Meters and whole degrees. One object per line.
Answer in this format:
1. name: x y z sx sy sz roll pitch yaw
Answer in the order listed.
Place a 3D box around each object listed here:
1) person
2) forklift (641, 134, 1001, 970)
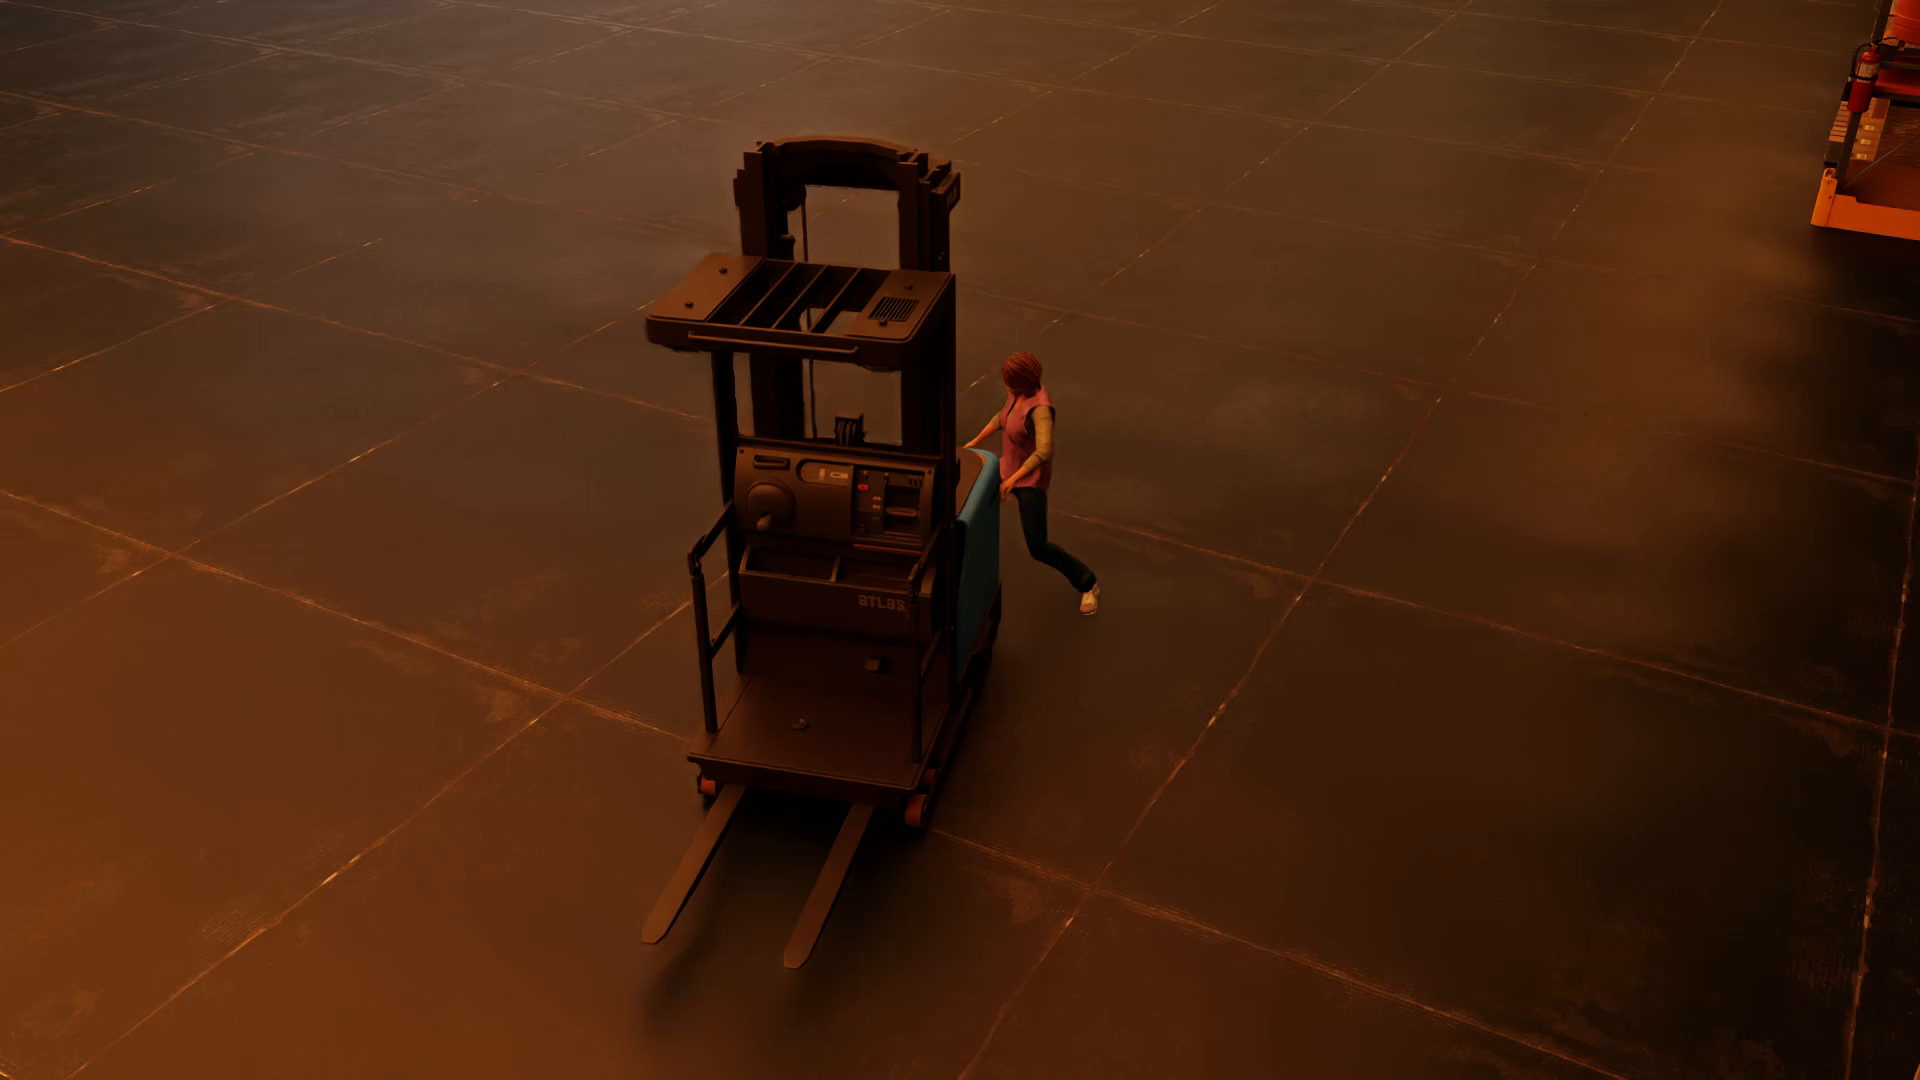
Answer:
1. person: 0.281 -0.344 9.220 0.874 1.436 0.925 -10 32 -17
2. forklift: -0.616 -0.146 7.324 1.130 2.935 3.031 7 31 12
